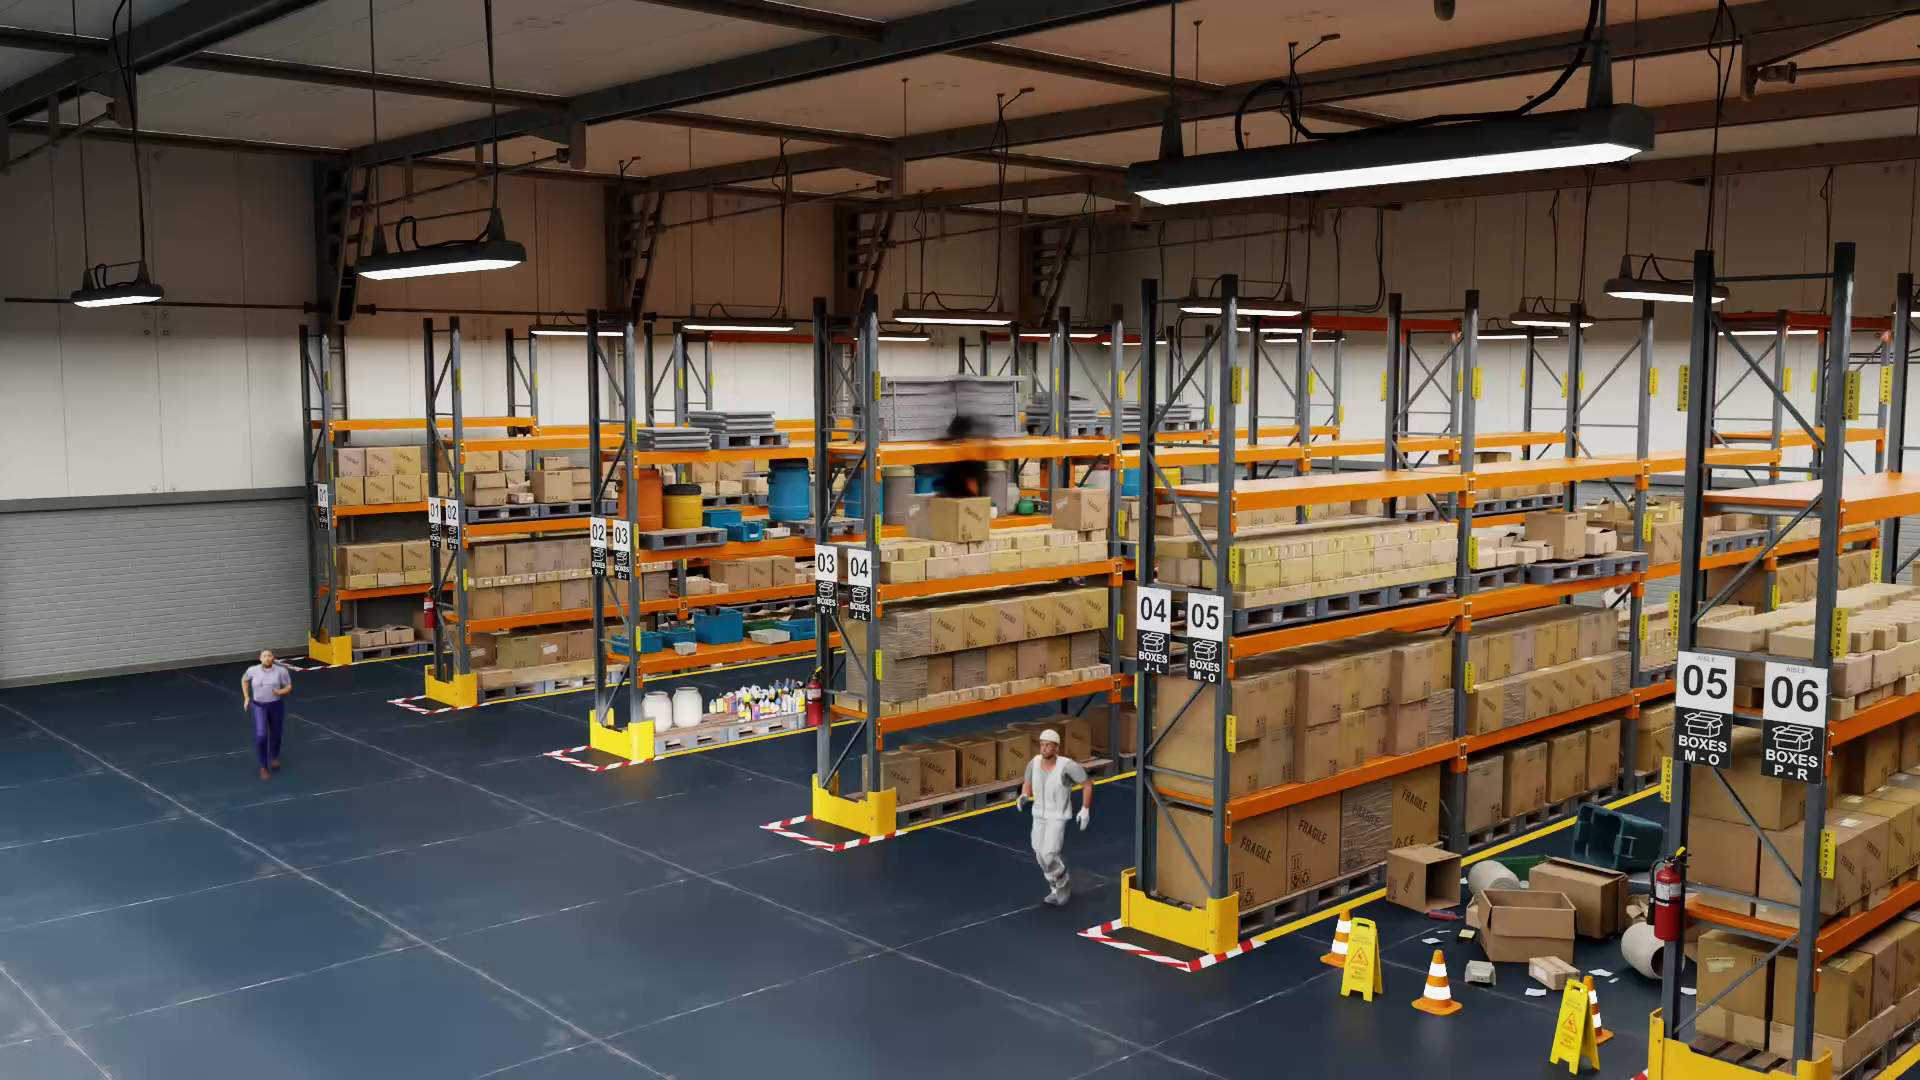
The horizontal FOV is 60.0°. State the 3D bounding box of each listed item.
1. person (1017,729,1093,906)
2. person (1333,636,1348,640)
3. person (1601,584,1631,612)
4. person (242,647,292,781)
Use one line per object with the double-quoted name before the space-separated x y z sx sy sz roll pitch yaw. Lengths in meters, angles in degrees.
"person" 0.869 2.682 15.983 0.693 1.743 0.660 4 7 37
"person" 5.117 2.049 22.266 0.685 1.733 0.635 5 8 42
"person" 11.090 1.468 27.975 0.738 1.822 0.824 5 8 40
"person" -8.854 2.214 21.294 0.570 1.693 0.822 -3 7 -27
